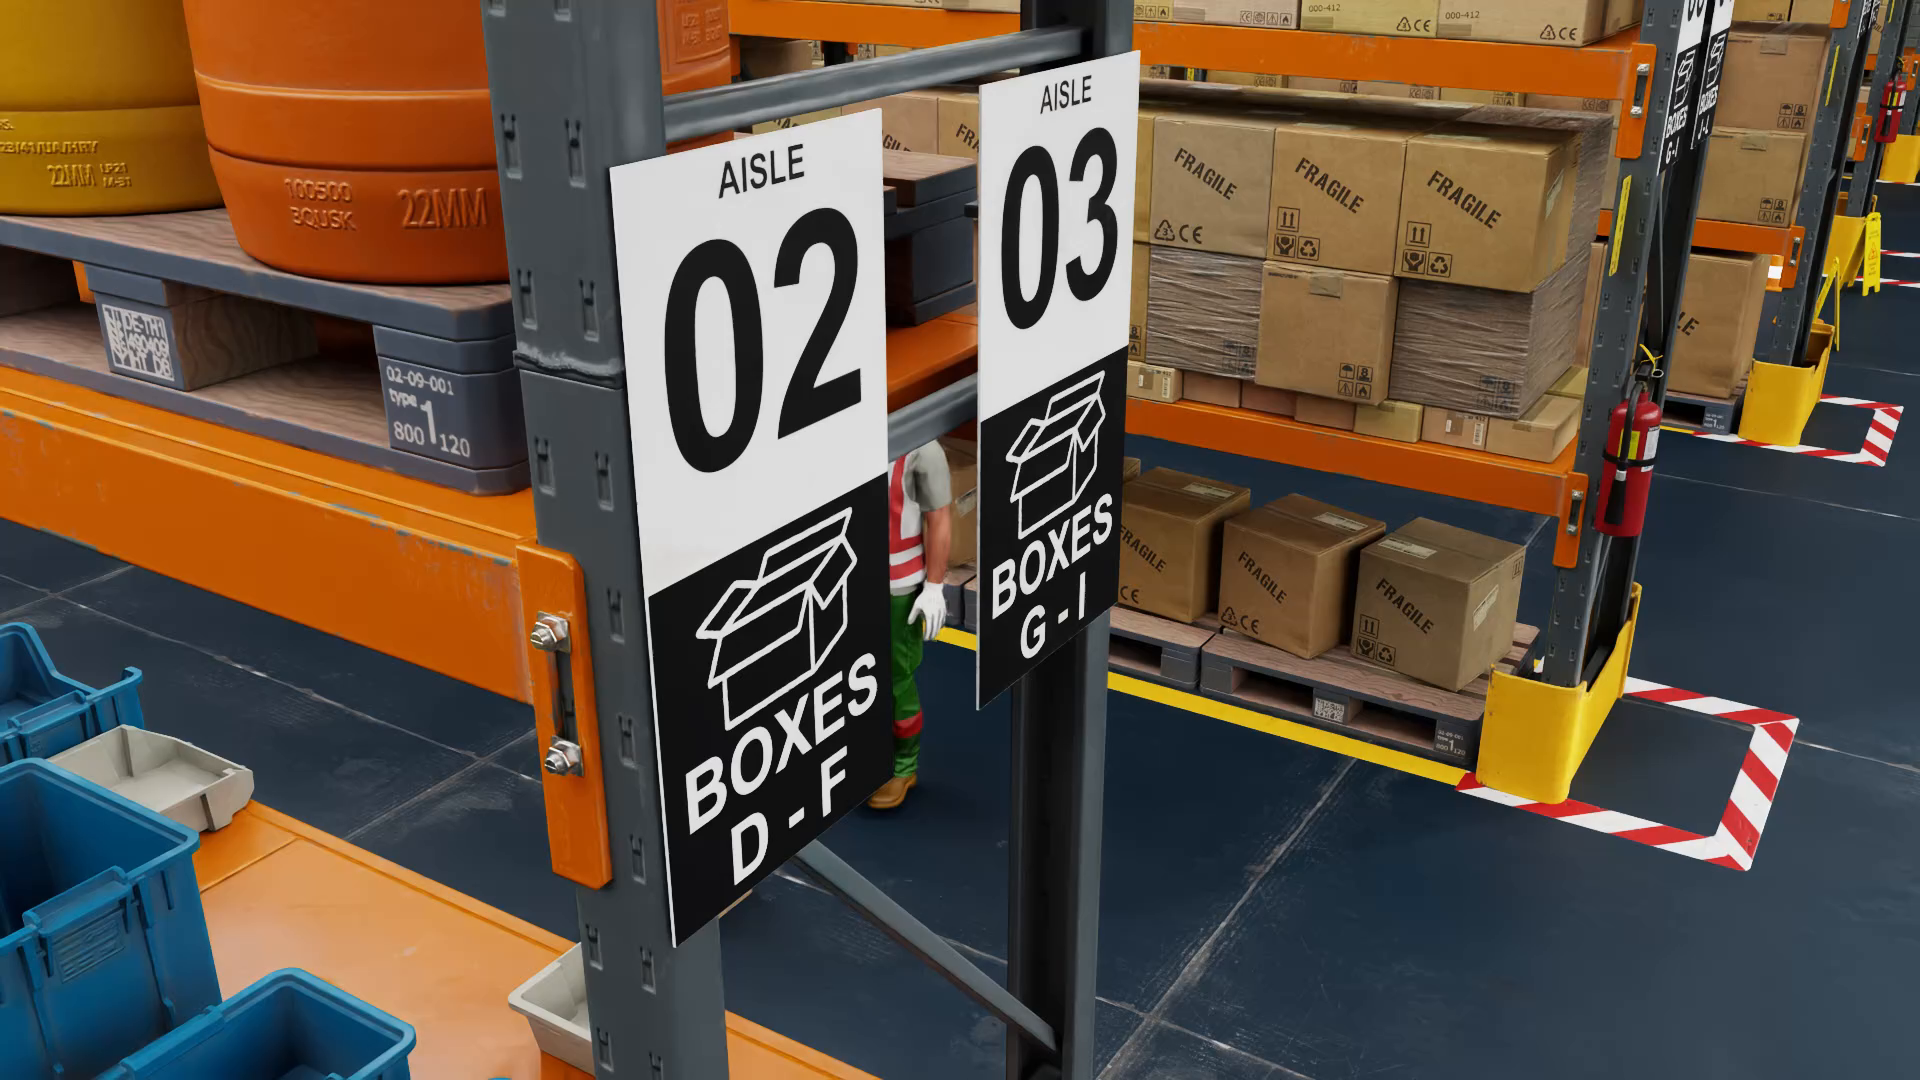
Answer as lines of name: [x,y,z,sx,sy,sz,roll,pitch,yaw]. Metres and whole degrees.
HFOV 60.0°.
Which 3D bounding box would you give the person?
person: [-0.338,0.222,6.088,0.592,1.864,0.449,10,25,22]
